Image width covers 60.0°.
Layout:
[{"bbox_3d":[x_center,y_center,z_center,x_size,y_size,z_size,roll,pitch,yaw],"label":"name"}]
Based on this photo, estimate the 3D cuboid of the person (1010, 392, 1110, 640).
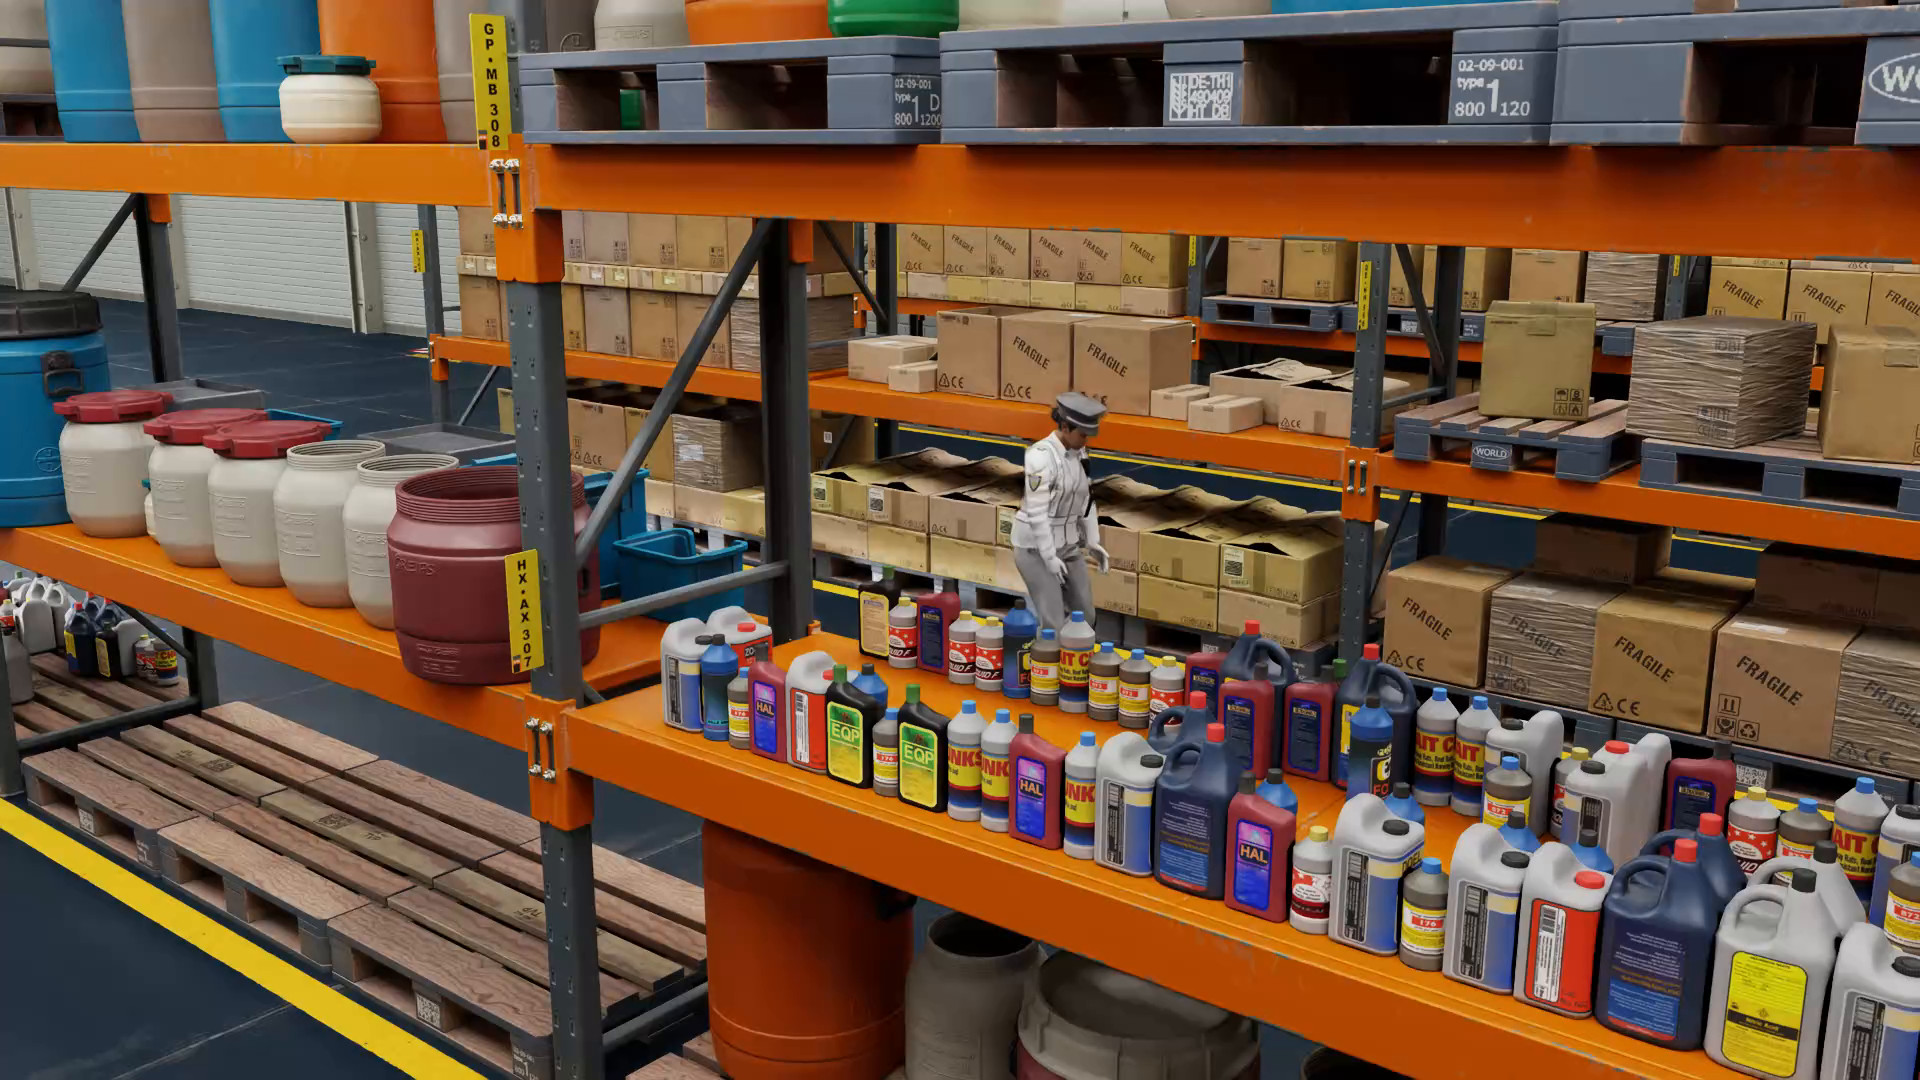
[{"bbox_3d":[0.510,0.060,8.370,0.464,1.616,0.504,11,17,38],"label":"person"}]
